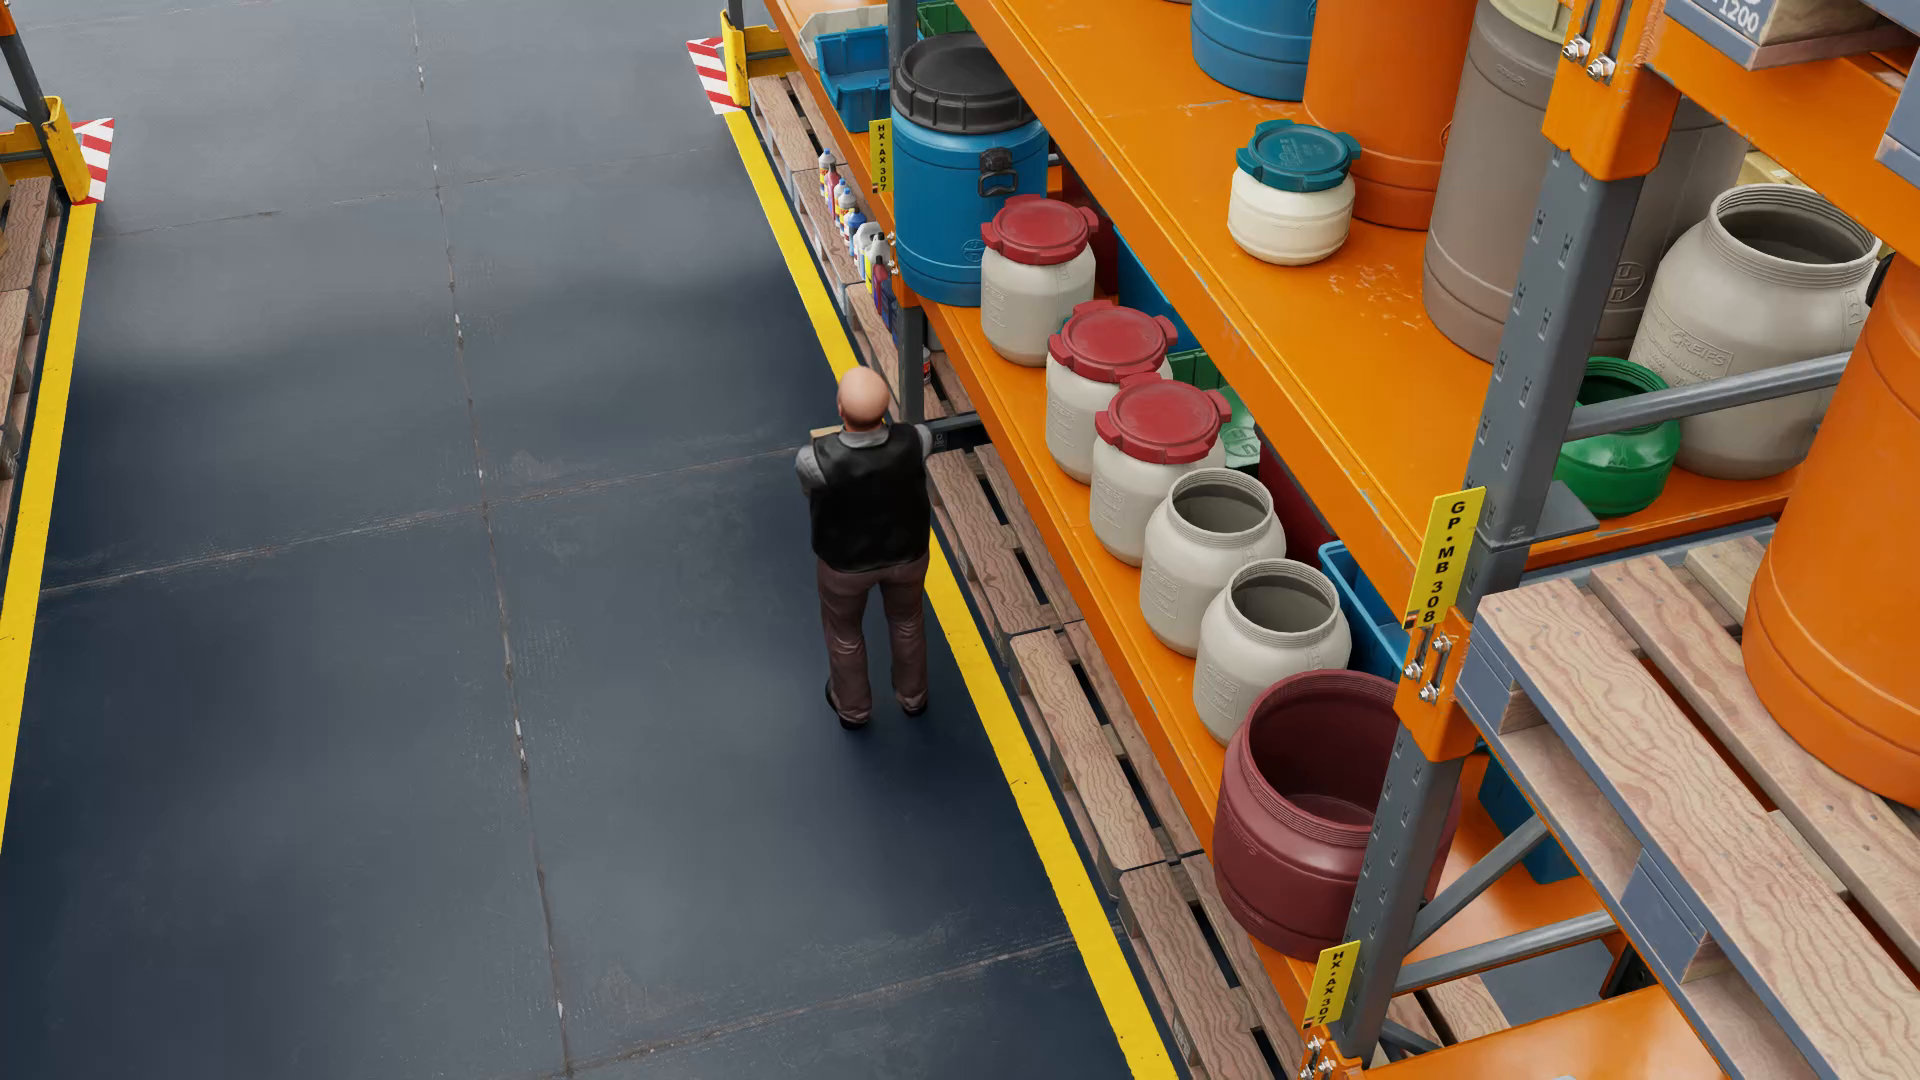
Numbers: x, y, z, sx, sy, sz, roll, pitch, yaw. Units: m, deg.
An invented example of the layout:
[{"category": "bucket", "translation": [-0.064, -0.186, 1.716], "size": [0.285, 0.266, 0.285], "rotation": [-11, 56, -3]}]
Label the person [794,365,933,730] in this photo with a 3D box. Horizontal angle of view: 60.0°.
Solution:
[{"category": "person", "translation": [-0.367, -0.022, 6.210], "size": [0.494, 1.711, 0.560], "rotation": [-11, 43, -12]}]
